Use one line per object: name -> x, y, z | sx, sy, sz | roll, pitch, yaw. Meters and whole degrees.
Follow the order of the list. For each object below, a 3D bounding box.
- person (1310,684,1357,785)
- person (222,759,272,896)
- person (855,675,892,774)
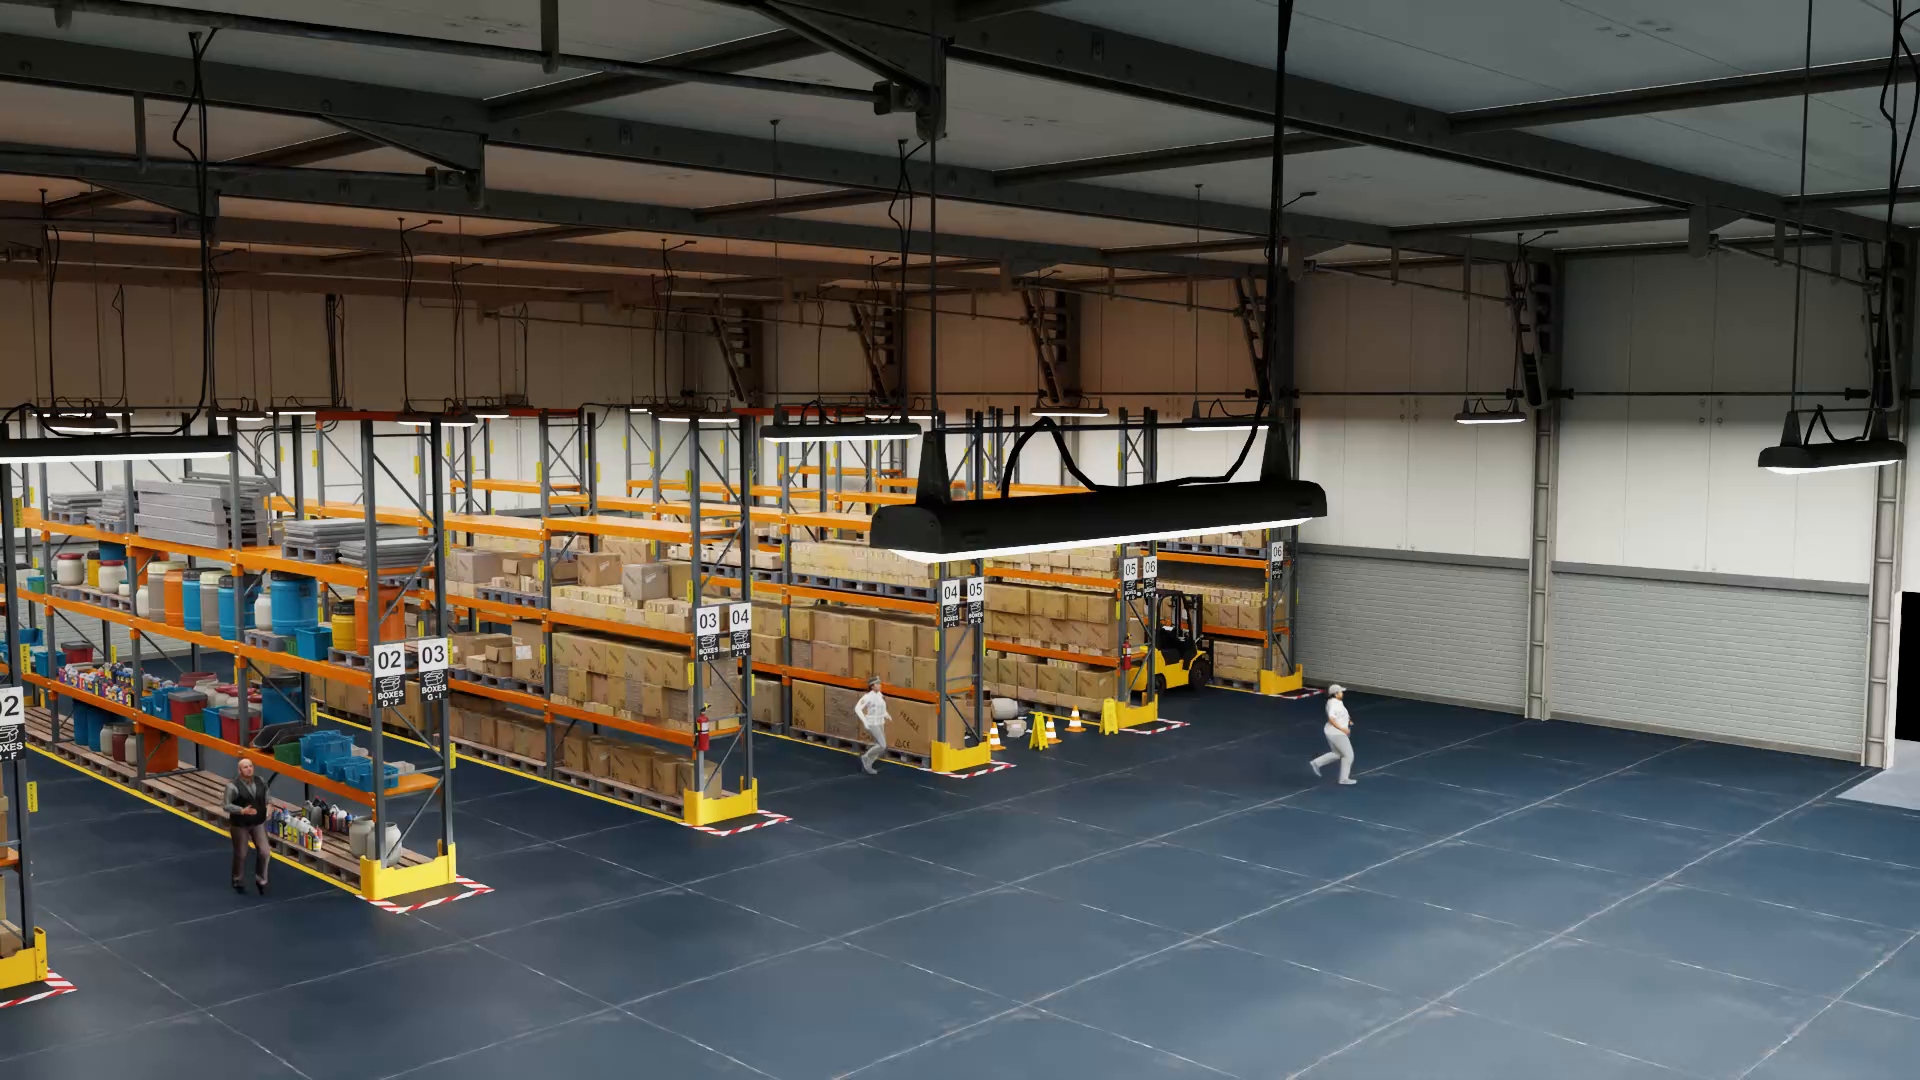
person -> 6.054, 3.139, 26.887 | 0.737, 1.624, 0.616 | 0, 5, 1
person -> -8.953, 3.671, 20.957 | 0.746, 1.703, 0.675 | 5, 7, 45
person -> -1.382, 3.062, 27.553 | 0.544, 1.651, 0.600 | 3, 6, 31
